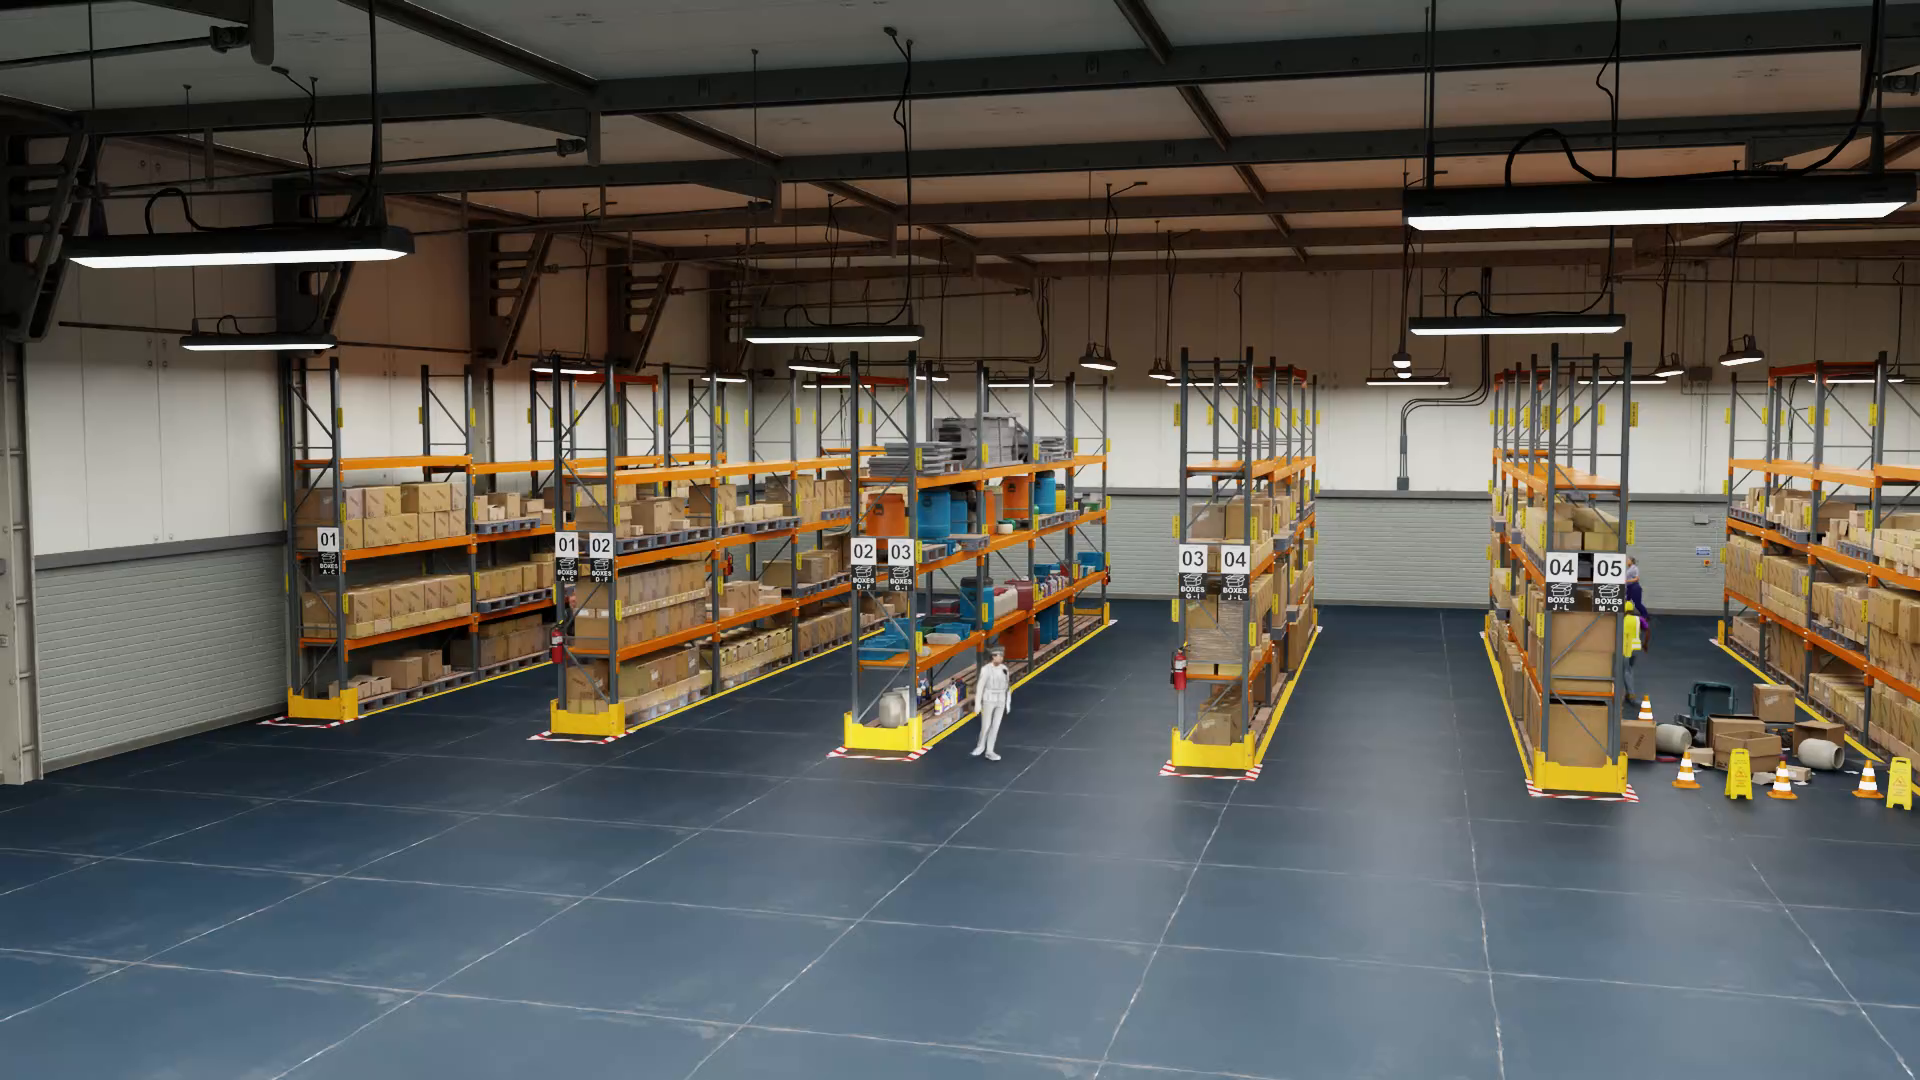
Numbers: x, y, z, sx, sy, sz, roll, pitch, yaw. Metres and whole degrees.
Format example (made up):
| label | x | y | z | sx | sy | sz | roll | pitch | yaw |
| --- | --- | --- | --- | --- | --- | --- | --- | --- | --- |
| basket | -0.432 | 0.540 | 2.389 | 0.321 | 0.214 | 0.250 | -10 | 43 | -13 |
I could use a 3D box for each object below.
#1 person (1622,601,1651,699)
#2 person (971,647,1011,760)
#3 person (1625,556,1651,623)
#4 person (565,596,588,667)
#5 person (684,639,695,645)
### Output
| label | x | y | z | sx | sy | sz | roll | pitch | yaw |
| --- | --- | --- | --- | --- | --- | --- | --- | --- | --- |
| person | 11.873 | 1.977 | 29.541 | 0.645 | 1.779 | 0.825 | 0 | 4 | 3 |
| person | 0.463 | 2.380 | 24.305 | 0.567 | 1.667 | 0.449 | -2 | 5 | -30 |
| person | 16.160 | 1.240 | 39.904 | 0.807 | 1.696 | 0.619 | 0 | 4 | -2 |
| person | -7.250 | 1.877 | 31.615 | 0.685 | 1.663 | 0.811 | -3 | 5 | -33 |
| person | -5.903 | 1.589 | 35.785 | 0.583 | 1.576 | 0.823 | 0 | 4 | 1 |
